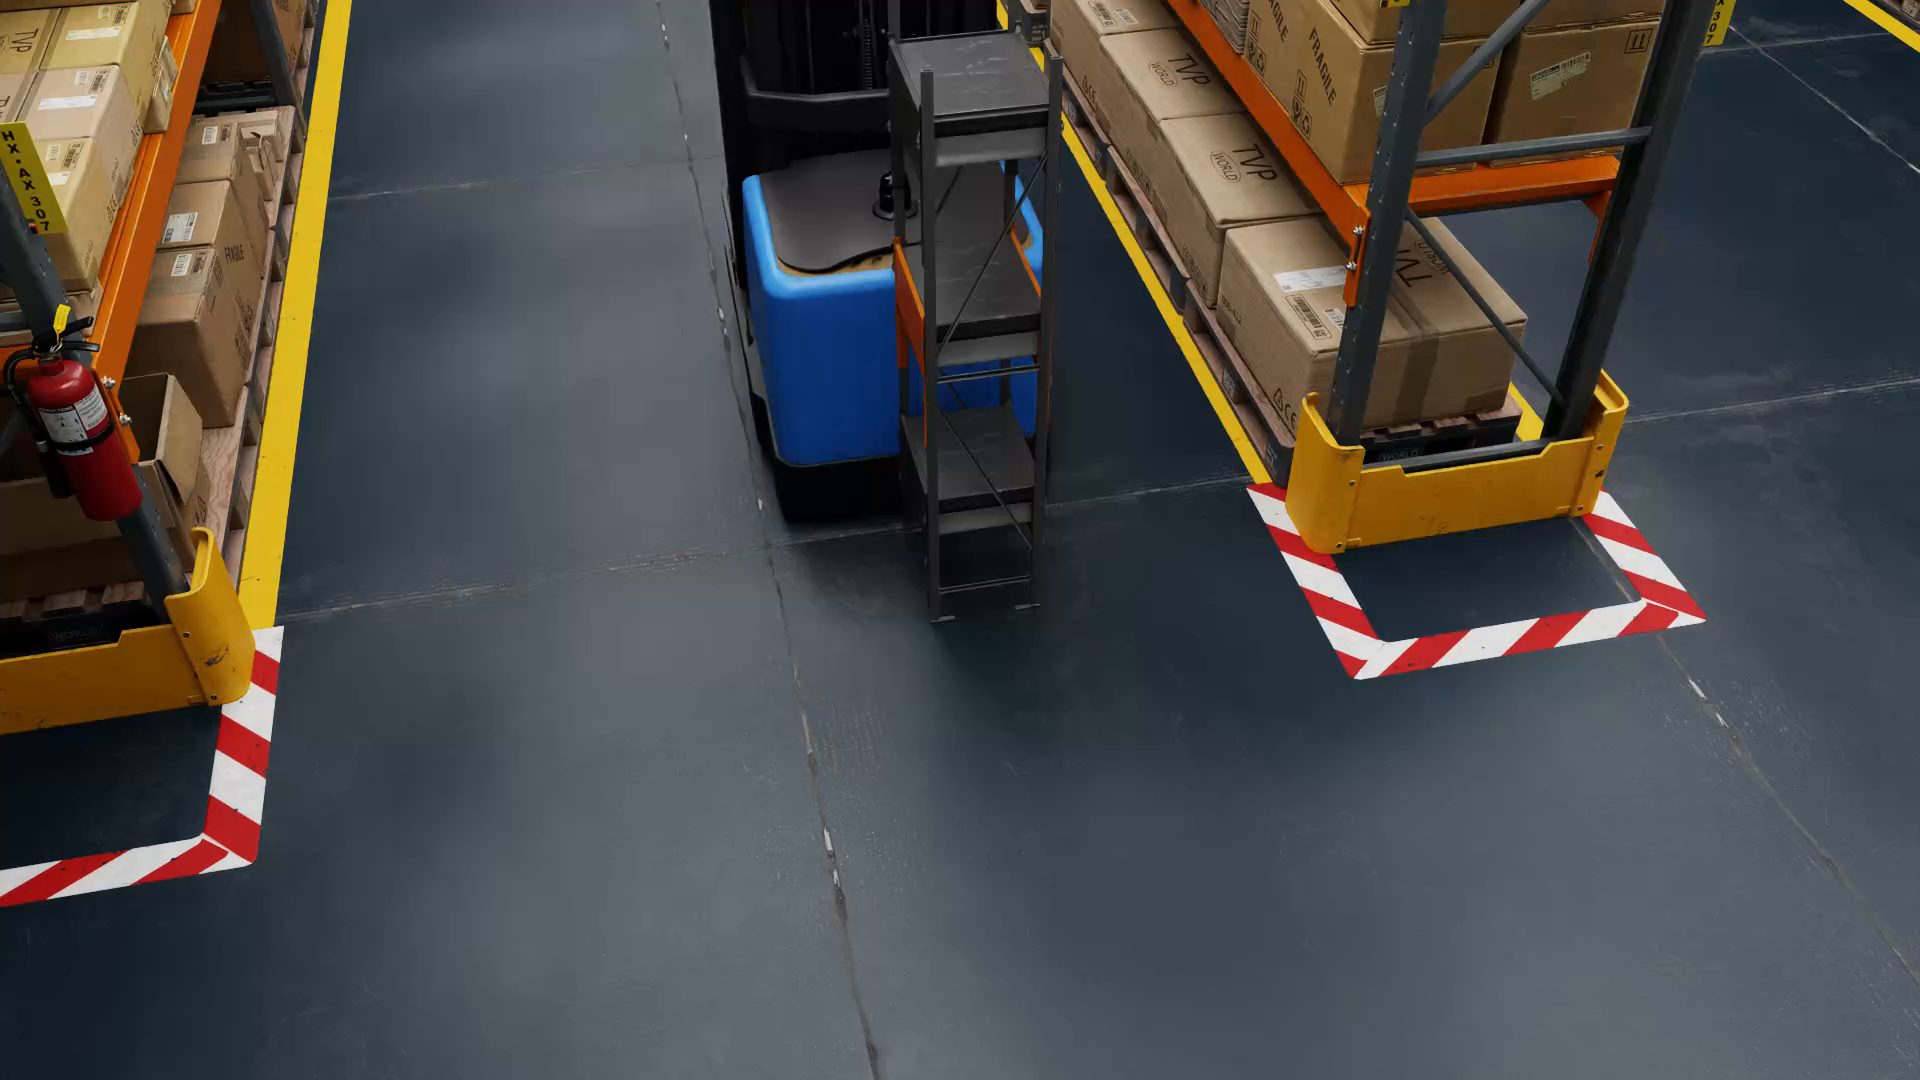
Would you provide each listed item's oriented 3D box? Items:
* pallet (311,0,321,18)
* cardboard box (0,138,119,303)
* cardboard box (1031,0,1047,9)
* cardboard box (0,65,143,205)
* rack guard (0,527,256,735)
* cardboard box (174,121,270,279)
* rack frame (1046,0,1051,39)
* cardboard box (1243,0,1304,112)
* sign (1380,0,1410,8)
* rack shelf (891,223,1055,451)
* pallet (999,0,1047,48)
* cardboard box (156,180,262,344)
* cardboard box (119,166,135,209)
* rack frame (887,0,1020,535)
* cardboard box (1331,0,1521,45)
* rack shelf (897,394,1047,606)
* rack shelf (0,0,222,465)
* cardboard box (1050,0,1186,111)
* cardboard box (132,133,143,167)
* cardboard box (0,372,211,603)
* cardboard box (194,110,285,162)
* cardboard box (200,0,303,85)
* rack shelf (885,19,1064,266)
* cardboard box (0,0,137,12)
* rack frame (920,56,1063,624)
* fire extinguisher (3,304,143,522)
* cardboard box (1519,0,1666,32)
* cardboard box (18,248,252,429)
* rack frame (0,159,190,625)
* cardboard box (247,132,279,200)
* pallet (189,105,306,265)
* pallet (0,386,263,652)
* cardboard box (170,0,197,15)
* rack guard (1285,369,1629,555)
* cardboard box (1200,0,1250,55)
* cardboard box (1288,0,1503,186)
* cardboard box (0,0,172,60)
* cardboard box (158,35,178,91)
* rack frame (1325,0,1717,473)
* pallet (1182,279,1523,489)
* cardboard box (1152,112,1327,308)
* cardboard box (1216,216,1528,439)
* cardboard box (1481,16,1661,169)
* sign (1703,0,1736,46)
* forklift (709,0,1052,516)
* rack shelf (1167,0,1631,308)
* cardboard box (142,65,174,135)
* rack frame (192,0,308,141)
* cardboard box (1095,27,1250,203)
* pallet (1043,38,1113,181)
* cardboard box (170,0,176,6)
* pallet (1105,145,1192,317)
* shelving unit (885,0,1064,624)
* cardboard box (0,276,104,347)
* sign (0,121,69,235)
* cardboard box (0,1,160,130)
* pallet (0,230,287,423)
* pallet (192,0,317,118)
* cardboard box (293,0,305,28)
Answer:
[{"bbox_3d":[-4.349,-3.420,9.944,1.003,0.211,1.213,-8,42,-9],"label":"pallet"},{"bbox_3d":[-2.841,-0.944,4.942,0.500,0.250,0.500,-8,42,-9],"label":"cardboard box"},{"bbox_3d":[0.764,-3.615,9.347,0.875,0.875,0.875,-7,42,-8],"label":"cardboard box"},{"bbox_3d":[-2.950,-1.270,5.311,0.500,0.250,0.500,-8,42,-9],"label":"cardboard box"},{"bbox_3d":[-3.023,0.330,5.502,1.175,0.500,0.348,-8,42,-9],"label":"rack guard"},{"bbox_3d":[-3.416,-1.421,7.157,0.700,0.500,0.500,-10,43,-11],"label":"cardboard box"},{"bbox_3d":[0.976,-3.862,8.341,1.000,3.000,0.127,-8,42,-9],"label":"rack frame"},{"bbox_3d":[1.383,-1.909,6.066,0.500,0.500,0.500,-9,42,-10],"label":"cardboard box"},{"bbox_3d":[1.307,-1.722,4.880,0.100,0.325,0.005,-8,42,-9],"label":"sign"},{"bbox_3d":[0.036,-0.668,5.441,0.431,0.518,0.480,-8,42,-9],"label":"rack shelf"},{"bbox_3d":[0.736,-3.309,9.818,1.003,0.211,1.213,-8,42,-9],"label":"pallet"},{"bbox_3d":[-3.209,-1.105,6.802,0.500,0.500,0.500,-8,42,-8],"label":"cardboard box"},{"bbox_3d":[-2.995,-1.210,5.543,0.380,0.149,0.250,-7,42,-8],"label":"cardboard box"},{"bbox_3d":[-0.017,-0.836,5.610,0.400,2.100,0.015,-8,42,-9],"label":"rack frame"},{"bbox_3d":[1.503,-1.959,5.369,0.500,0.500,0.500,-7,42,-8],"label":"cardboard box"},{"bbox_3d":[0.036,-0.144,5.906,0.431,0.518,0.480,-8,42,-9],"label":"rack shelf"},{"bbox_3d":[-3.438,-1.583,6.316,1.077,0.370,4.000,-8,42,-9],"label":"rack shelf"},{"bbox_3d":[1.007,-2.639,8.577,0.875,0.438,0.875,-9,42,-10],"label":"cardboard box"},{"bbox_3d":[-3.058,-1.382,5.736,0.380,0.149,0.250,-8,42,-9],"label":"cardboard box"},{"bbox_3d":[-3.046,-0.189,5.768,0.797,0.503,0.637,-10,43,-11],"label":"cardboard box"},{"bbox_3d":[-3.463,-1.920,7.985,0.380,0.149,0.250,-10,42,-11],"label":"cardboard box"},{"bbox_3d":[-3.754,-2.717,8.617,0.500,0.500,0.500,-7,42,-7],"label":"cardboard box"},{"bbox_3d":[0.036,-1.191,4.976,0.431,0.518,0.480,-8,42,-9],"label":"rack shelf"},{"bbox_3d":[-3.165,-2.196,5.789,0.500,0.500,0.500,-7,42,-8],"label":"cardboard box"},{"bbox_3d":[0.088,-0.520,5.254,0.400,2.100,0.015,-8,42,-9],"label":"rack frame"},{"bbox_3d":[-2.523,-0.358,4.733,0.296,0.674,0.183,-8,42,-9],"label":"fire extinguisher"},{"bbox_3d":[2.014,-2.033,5.452,0.500,0.500,0.500,-9,42,-10],"label":"cardboard box"},{"bbox_3d":[-3.192,-0.748,6.399,0.700,0.500,0.500,-7,42,-8],"label":"cardboard box"},{"bbox_3d":[-3.006,-0.556,4.617,1.000,3.000,0.127,-8,42,-9],"label":"rack frame"},{"bbox_3d":[-3.386,-1.733,7.686,0.396,0.266,0.258,-7,42,-8],"label":"cardboard box"},{"bbox_3d":[-3.722,-1.660,7.962,1.003,0.211,1.213,-8,42,-9],"label":"pallet"},{"bbox_3d":[-3.196,-0.079,6.180,1.003,0.211,1.213,-8,42,-9],"label":"pallet"},{"bbox_3d":[-3.285,-2.218,6.678,0.380,0.149,0.250,-9,42,-10],"label":"cardboard box"},{"bbox_3d":[1.845,-0.319,6.233,1.175,0.500,0.348,-8,42,-9],"label":"rack guard"},{"bbox_3d":[1.263,-2.241,6.440,0.500,0.500,0.500,-7,42,-8],"label":"cardboard box"},{"bbox_3d":[1.477,-1.582,5.697,0.500,0.500,0.500,-8,42,-9],"label":"cardboard box"},{"bbox_3d":[-3.194,-1.927,6.050,0.500,0.250,0.500,-9,42,-10],"label":"cardboard box"},{"bbox_3d":[-3.116,-1.724,6.122,0.380,0.149,0.250,-7,42,-8],"label":"cardboard box"},{"bbox_3d":[1.839,-1.269,5.420,1.000,3.000,0.127,-8,42,-9],"label":"rack frame"},{"bbox_3d":[1.591,-0.734,6.917,1.003,0.211,1.213,-8,42,-9],"label":"pallet"},{"bbox_3d":[1.394,-1.474,7.264,0.875,0.438,0.875,-7,42,-8],"label":"cardboard box"},{"bbox_3d":[1.599,-0.882,6.597,0.875,0.438,0.875,-10,43,-11],"label":"cardboard box"},{"bbox_3d":[2.016,-1.659,5.784,0.500,0.500,0.500,-9,42,-10],"label":"cardboard box"},{"bbox_3d":[2.383,-1.698,5.192,0.100,0.325,0.005,-8,42,-9],"label":"sign"},{"bbox_3d":[-0.450,-2.172,6.489,1.130,2.935,3.031,-8,42,-9],"label":"forklift"},{"bbox_3d":[1.408,-2.297,7.120,1.077,0.370,4.000,-8,42,-9],"label":"rack shelf"},{"bbox_3d":[-3.039,-1.556,5.933,0.380,0.149,0.250,-9,42,-11],"label":"cardboard box"},{"bbox_3d":[-3.870,-3.149,7.537,1.000,3.000,0.127,-8,42,-9],"label":"rack frame"},{"bbox_3d":[1.201,-2.059,7.923,0.875,0.438,0.875,-10,42,-11],"label":"cardboard box"},{"bbox_3d":[1.064,-2.315,8.699,1.003,0.211,1.213,-8,42,-9],"label":"pallet"},{"bbox_3d":[-3.304,-2.261,6.426,0.500,0.250,0.500,-9,42,-10],"label":"cardboard box"},{"bbox_3d":[1.331,-1.523,7.807,1.003,0.211,1.213,-8,42,-9],"label":"pallet"},{"bbox_3d":[0.036,-0.678,5.432,0.431,2.100,0.503,-8,42,-9],"label":"shelving unit"},{"bbox_3d":[-2.809,-0.714,4.984,0.380,0.149,0.250,-9,42,-10],"label":"cardboard box"},{"bbox_3d":[-2.477,-0.957,4.417,0.100,0.325,0.005,-8,42,-9],"label":"sign"},{"bbox_3d":[-3.063,-1.598,5.680,0.500,0.250,0.500,-9,42,-10],"label":"cardboard box"},{"bbox_3d":[-3.456,-0.868,7.069,1.003,0.211,1.213,-8,42,-9],"label":"pallet"},{"bbox_3d":[-4.082,-2.627,9.051,1.003,0.211,1.213,-8,42,-9],"label":"pallet"},{"bbox_3d":[-3.879,-3.060,9.005,0.500,0.500,0.500,-9,42,-10],"label":"cardboard box"}]
